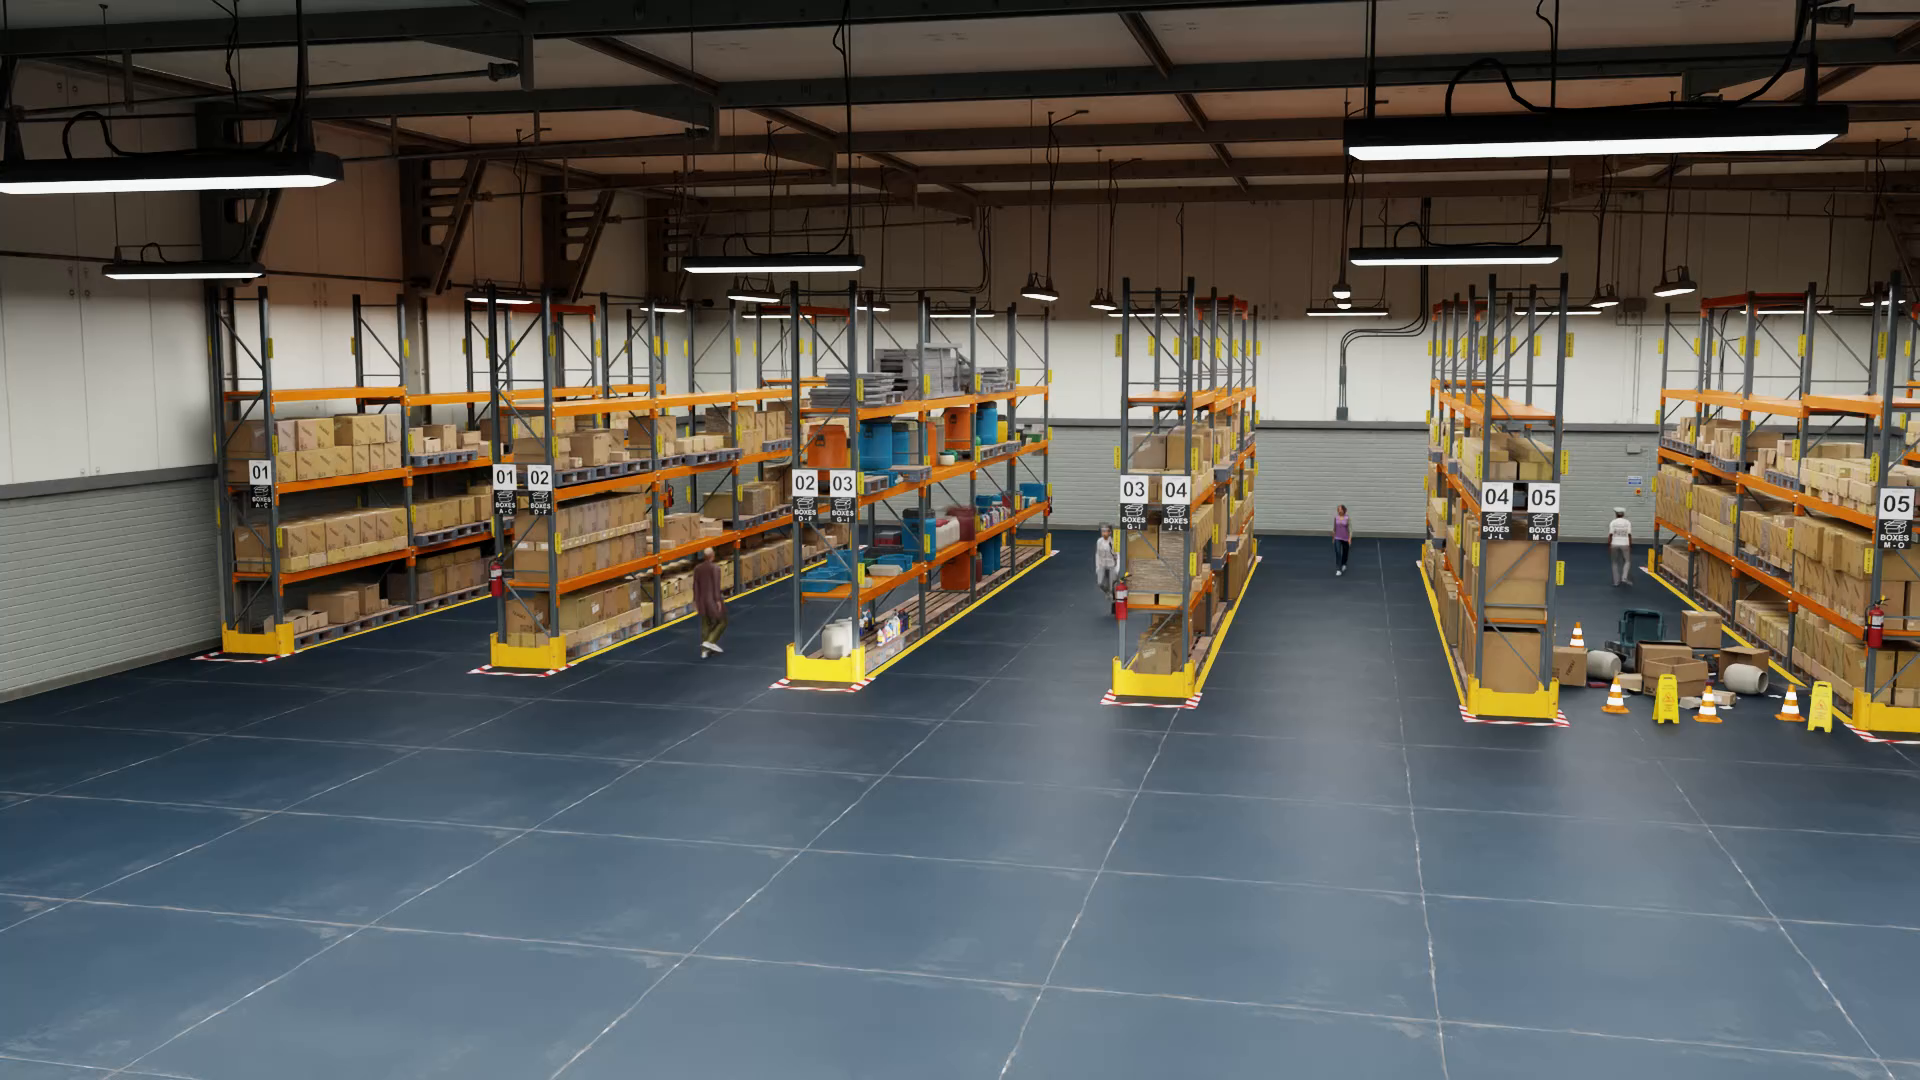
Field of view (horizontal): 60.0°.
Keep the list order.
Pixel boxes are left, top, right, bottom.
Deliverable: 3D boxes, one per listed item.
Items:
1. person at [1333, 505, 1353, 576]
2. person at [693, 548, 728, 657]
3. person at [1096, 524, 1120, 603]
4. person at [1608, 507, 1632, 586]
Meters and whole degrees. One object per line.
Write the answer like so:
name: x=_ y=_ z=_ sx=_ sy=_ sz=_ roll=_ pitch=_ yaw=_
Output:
person: x=8.488 y=-0.015 z=36.851 sx=0.398 sy=1.545 sz=0.941 roll=1 pitch=7 yaw=9
person: x=-4.100 y=1.016 z=27.039 sx=0.625 sy=1.769 sz=0.571 roll=3 pitch=7 yaw=25
person: x=2.823 y=0.475 z=31.422 sx=0.550 sy=1.586 sz=0.678 roll=3 pitch=7 yaw=24
person: x=13.947 y=0.149 z=35.110 sx=0.500 sy=1.673 sz=0.521 roll=2 pitch=7 yaw=14
